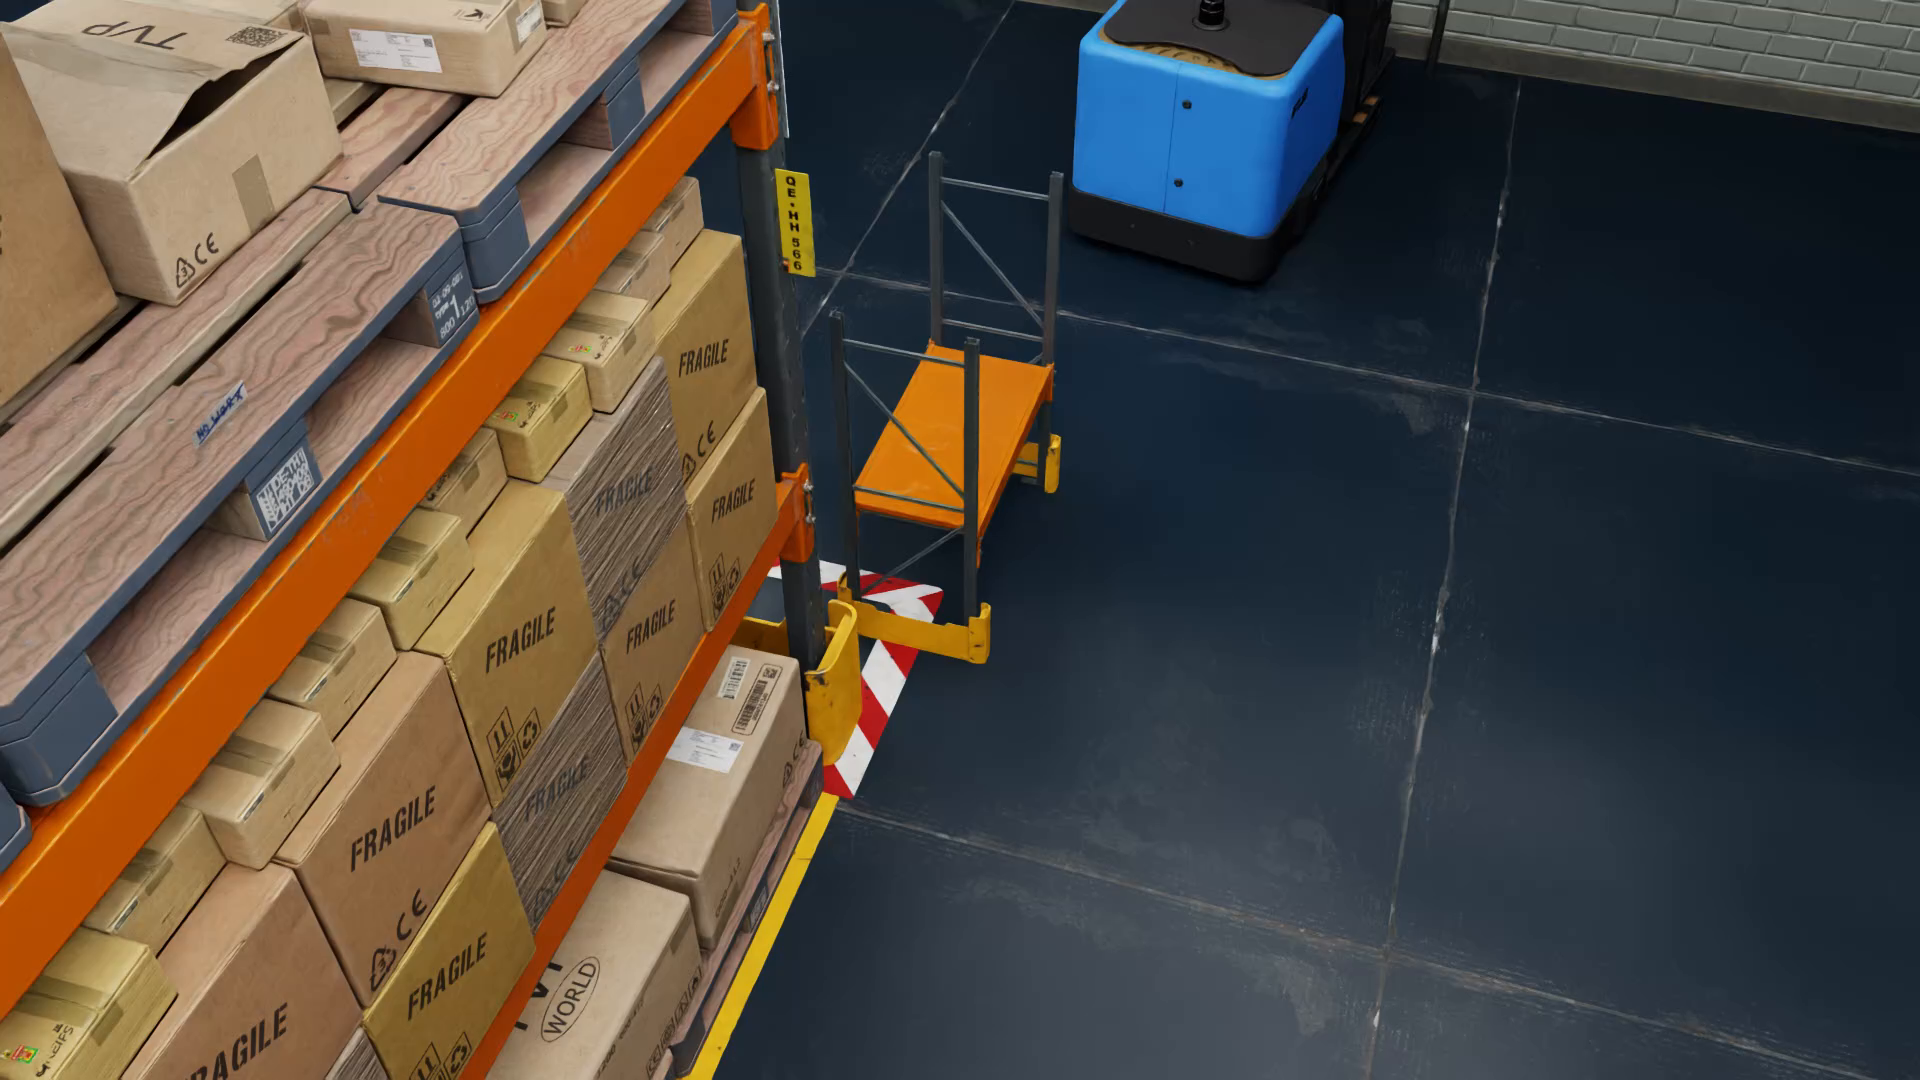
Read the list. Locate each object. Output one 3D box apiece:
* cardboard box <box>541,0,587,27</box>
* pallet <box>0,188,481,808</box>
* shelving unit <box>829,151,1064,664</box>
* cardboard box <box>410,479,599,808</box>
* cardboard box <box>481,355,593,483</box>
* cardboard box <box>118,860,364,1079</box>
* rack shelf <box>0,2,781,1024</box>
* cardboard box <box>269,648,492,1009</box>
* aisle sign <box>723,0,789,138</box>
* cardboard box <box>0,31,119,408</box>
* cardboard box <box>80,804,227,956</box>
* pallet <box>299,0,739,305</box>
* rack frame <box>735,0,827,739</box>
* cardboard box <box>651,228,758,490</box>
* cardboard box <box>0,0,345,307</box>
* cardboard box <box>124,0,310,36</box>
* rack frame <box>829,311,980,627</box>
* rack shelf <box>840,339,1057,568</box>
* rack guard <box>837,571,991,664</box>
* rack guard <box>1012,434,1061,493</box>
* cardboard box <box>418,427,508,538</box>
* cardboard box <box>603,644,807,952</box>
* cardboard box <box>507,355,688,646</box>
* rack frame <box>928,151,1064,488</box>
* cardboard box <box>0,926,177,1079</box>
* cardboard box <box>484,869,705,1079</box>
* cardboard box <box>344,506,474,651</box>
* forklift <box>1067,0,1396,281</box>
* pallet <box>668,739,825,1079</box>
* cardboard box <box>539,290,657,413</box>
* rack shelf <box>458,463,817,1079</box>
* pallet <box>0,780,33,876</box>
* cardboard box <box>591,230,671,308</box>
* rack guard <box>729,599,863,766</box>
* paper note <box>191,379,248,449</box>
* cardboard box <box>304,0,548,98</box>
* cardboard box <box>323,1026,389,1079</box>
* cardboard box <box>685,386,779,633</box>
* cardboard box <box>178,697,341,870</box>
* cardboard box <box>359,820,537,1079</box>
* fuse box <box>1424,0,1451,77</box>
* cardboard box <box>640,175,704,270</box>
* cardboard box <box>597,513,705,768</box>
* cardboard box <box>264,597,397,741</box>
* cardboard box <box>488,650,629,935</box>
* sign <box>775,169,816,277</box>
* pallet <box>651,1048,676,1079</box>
[{"bbox_3d":[-1.008,-1.362,3.588,0.500,0.250,0.500,9,45,9],"label":"cardboard box"},{"bbox_3d":[-1.540,-0.204,2.733,1.003,0.211,1.213,13,46,13],"label":"pallet"},{"bbox_3d":[-0.023,-0.485,6.174,0.587,1.500,1.083,13,46,12],"label":"shelving unit"},{"bbox_3d":[-1.160,0.186,3.629,0.500,0.500,0.500,12,46,12],"label":"cardboard box"},{"bbox_3d":[-1.043,-0.296,3.658,0.380,0.149,0.250,14,46,13],"label":"cardboard box"},{"bbox_3d":[-1.469,0.856,2.944,0.500,0.500,0.500,13,46,13],"label":"cardboard box"},{"bbox_3d":[-1.563,0.042,2.932,1.077,0.370,4.000,13,46,13],"label":"rack shelf"},{"bbox_3d":[-1.314,0.521,3.287,0.500,0.500,0.500,12,46,12],"label":"cardboard box"},{"bbox_3d":[-0.641,-1.388,4.165,0.394,0.787,0.004,13,46,13],"label":"aisle sign"},{"bbox_3d":[-1.711,-0.458,2.485,0.500,0.500,0.500,13,46,13],"label":"cardboard box"},{"bbox_3d":[-1.487,0.548,2.796,0.380,0.149,0.250,12,46,12],"label":"cardboard box"},{"bbox_3d":[-1.173,-1.020,3.566,1.003,0.211,1.213,13,46,13],"label":"pallet"},{"bbox_3d":[-0.958,-0.476,5.092,1.000,3.000,0.127,13,46,13],"label":"rack frame"},{"bbox_3d":[-0.877,-0.498,4.327,0.500,0.500,0.500,14,46,14],"label":"cardboard box"},{"bbox_3d":[-1.459,-0.715,2.883,0.500,0.311,0.500,13,46,13],"label":"cardboard box"},{"bbox_3d":[-1.507,-0.968,3.258,0.380,0.149,0.250,14,46,14],"label":"cardboard box"},{"bbox_3d":[-0.180,-0.140,5.821,0.500,1.500,0.032,13,46,12],"label":"rack frame"},{"bbox_3d":[-0.026,-0.351,6.293,0.538,0.185,1.000,13,46,12],"label":"rack shelf"},{"bbox_3d":[-0.174,0.293,6.271,0.587,0.250,0.087,13,46,13],"label":"rack guard"},{"bbox_3d":[0.128,-0.370,6.950,0.587,0.250,0.087,13,46,12],"label":"rack guard"},{"bbox_3d":[-1.190,-0.137,3.495,0.380,0.149,0.250,12,46,12],"label":"cardboard box"},{"bbox_3d":[-1.062,0.750,5.370,0.875,0.438,0.875,11,45,11],"label":"cardboard box"},{"bbox_3d":[-1.007,-0.143,3.965,0.500,0.500,0.500,13,46,13],"label":"cardboard box"},{"bbox_3d":[0.128,-0.818,6.514,0.500,1.500,0.032,13,46,12],"label":"rack frame"},{"bbox_3d":[-1.485,0.732,2.607,0.380,0.149,0.250,11,46,11],"label":"cardboard box"},{"bbox_3d":[-1.332,1.362,4.745,0.875,0.438,0.875,14,46,14],"label":"cardboard box"},{"bbox_3d":[-1.210,0.043,3.312,0.380,0.149,0.250,14,46,13],"label":"cardboard box"},{"bbox_3d":[1.649,-3.310,8.037,1.130,2.935,3.031,20,48,19],"label":"forklift"},{"bbox_3d":[-1.125,1.070,5.506,1.003,0.211,1.213,13,46,13],"label":"pallet"},{"bbox_3d":[-0.928,-0.455,3.821,0.380,0.149,0.250,12,46,12],"label":"cardboard box"},{"bbox_3d":[-1.563,1.114,3.981,1.077,0.370,4.000,13,46,13],"label":"rack shelf"},{"bbox_3d":[-1.911,0.606,1.904,1.003,0.211,1.213,13,46,13],"label":"pallet"},{"bbox_3d":[-0.930,-0.645,4.015,0.380,0.149,0.250,13,46,13],"label":"cardboard box"},{"bbox_3d":[-0.951,0.401,5.983,1.175,0.500,0.348,13,46,13],"label":"rack guard"},{"bbox_3d":[-1.039,-0.176,2.338,0.006,0.032,0.123,13,46,13],"label":"paper note"},{"bbox_3d":[-1.059,-1.029,3.320,0.380,0.149,0.250,9,45,9],"label":"cardboard box"},{"bbox_3d":[-1.464,1.232,3.275,0.500,0.500,0.500,13,46,13],"label":"cardboard box"},{"bbox_3d":[-0.852,-0.134,4.671,0.500,0.500,0.500,13,46,13],"label":"cardboard box"},{"bbox_3d":[-1.347,0.398,2.948,0.380,0.149,0.250,13,46,13],"label":"cardboard box"},{"bbox_3d":[-1.308,0.889,3.626,0.500,0.500,0.500,14,46,14],"label":"cardboard box"},{"bbox_3d":[2.685,-3.237,8.835,0.539,1.711,0.414,13,46,13],"label":"fuse box"},{"bbox_3d":[-0.876,-0.820,4.193,0.380,0.149,0.250,13,46,13],"label":"cardboard box"},{"bbox_3d":[-1.018,0.197,4.333,0.500,0.500,0.500,12,46,12],"label":"cardboard box"},{"bbox_3d":[-1.307,0.214,3.137,0.380,0.149,0.250,14,46,14],"label":"cardboard box"},{"bbox_3d":[-1.164,0.542,3.980,0.500,0.500,0.500,14,46,14],"label":"cardboard box"},{"bbox_3d":[-0.445,-0.851,4.477,0.100,0.325,0.005,13,46,13],"label":"sign"},{"bbox_3d":[-1.497,1.880,4.677,1.003,0.211,1.213,13,46,12],"label":"pallet"}]
